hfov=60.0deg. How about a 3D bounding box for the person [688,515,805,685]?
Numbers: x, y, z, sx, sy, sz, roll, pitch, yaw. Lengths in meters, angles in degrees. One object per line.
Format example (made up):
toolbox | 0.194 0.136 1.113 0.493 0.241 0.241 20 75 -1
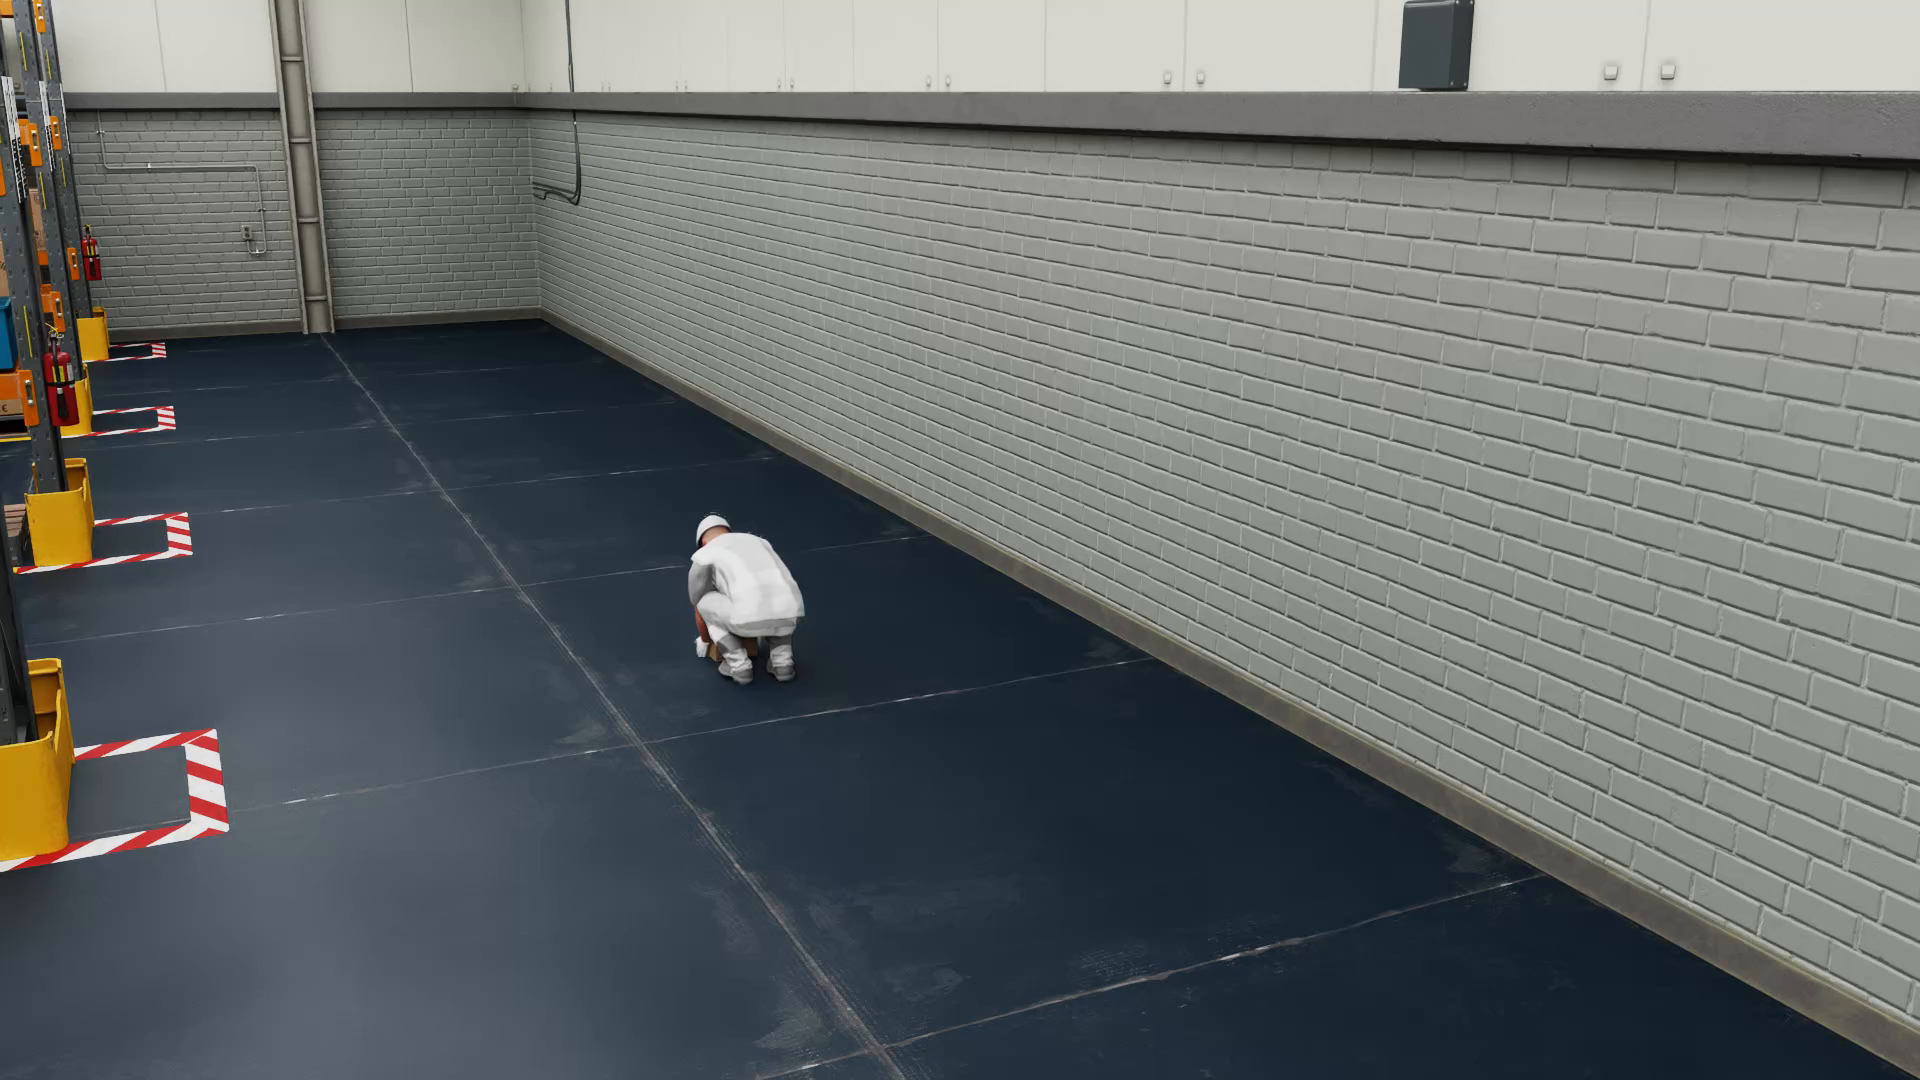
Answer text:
person | -1.186 0.362 9.152 0.552 0.874 0.910 -7 17 -25
